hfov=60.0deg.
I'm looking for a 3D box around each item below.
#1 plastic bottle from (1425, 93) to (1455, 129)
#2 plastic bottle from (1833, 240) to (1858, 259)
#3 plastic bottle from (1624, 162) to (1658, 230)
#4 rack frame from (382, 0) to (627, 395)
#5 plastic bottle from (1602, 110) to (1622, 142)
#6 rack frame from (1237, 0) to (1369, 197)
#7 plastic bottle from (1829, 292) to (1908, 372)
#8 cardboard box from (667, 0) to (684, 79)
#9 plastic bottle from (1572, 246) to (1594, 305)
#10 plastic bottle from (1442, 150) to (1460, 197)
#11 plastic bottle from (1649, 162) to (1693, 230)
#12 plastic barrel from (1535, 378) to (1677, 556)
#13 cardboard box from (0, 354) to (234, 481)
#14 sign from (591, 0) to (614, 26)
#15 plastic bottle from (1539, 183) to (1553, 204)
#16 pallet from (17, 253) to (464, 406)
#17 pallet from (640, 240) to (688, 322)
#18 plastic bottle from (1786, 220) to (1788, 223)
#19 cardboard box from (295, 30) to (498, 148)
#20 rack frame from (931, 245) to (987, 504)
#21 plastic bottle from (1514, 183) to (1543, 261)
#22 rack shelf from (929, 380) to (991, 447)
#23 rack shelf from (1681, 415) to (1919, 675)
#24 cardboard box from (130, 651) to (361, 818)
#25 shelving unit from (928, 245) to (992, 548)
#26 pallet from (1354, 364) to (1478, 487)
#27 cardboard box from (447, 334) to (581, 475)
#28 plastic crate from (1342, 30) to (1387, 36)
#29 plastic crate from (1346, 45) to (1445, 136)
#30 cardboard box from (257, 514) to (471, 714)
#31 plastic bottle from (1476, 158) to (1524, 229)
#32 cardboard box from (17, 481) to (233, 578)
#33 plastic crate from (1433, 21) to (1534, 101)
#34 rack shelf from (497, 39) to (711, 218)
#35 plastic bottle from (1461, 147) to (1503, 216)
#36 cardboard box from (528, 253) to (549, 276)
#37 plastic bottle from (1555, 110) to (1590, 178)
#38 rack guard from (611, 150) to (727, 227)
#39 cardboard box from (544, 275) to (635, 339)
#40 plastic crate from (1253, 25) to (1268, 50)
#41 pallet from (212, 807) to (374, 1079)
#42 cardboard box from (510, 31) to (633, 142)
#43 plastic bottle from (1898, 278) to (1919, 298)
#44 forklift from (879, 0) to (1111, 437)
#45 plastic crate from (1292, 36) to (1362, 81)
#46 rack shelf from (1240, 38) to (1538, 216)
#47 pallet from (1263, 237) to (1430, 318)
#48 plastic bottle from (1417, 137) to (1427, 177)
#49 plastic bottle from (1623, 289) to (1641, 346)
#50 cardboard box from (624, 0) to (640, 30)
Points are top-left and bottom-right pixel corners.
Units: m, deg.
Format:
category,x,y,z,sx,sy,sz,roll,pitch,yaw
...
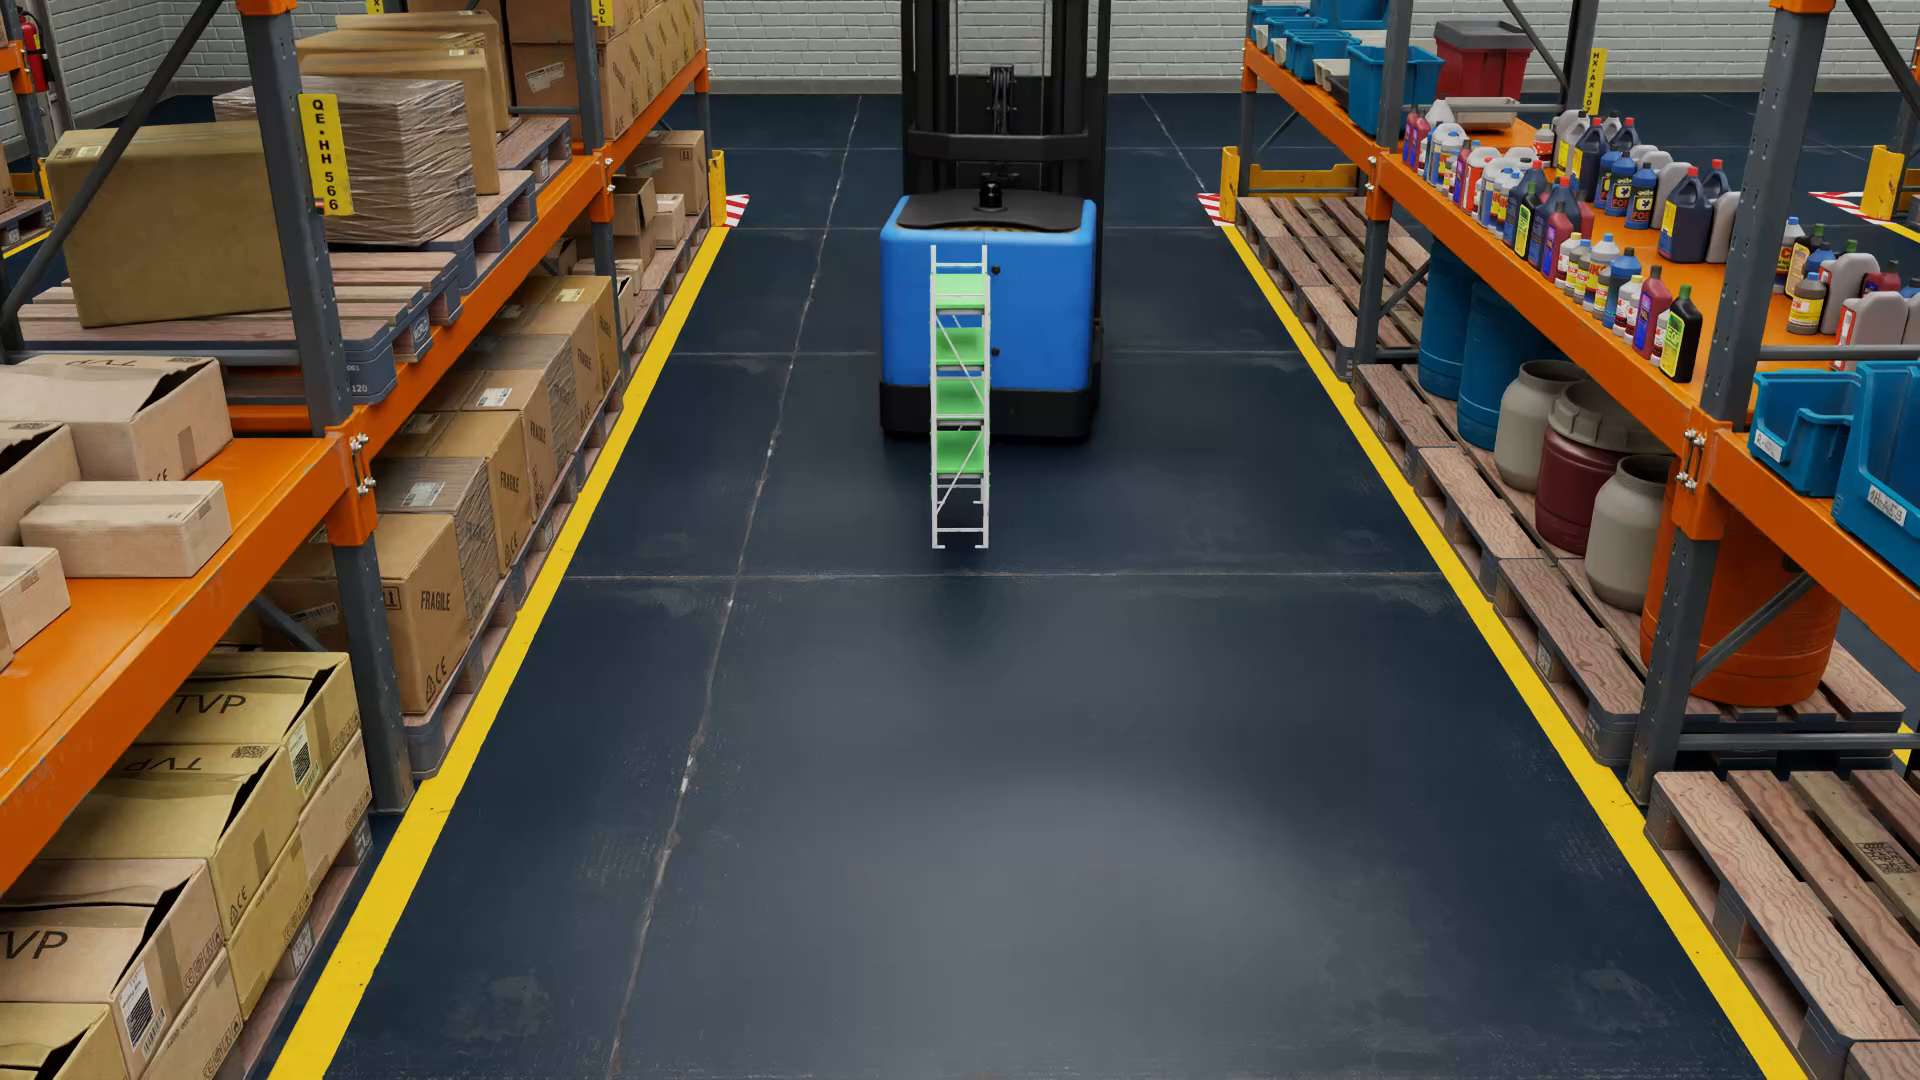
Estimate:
category,x,y,z,sx,sy,sz,roll,pitch,yaw
plastic bottle,2.316,-1.994,8.079,0.144,0.351,0.185,0,24,-1
plastic bottle,3.037,-0.904,5.751,0.061,0.283,0.133,0,24,-1
plastic bottle,2.853,-1.443,6.956,0.097,0.271,0.097,0,24,0
rack frame,-2.317,-2.159,8.384,1.000,3.000,0.127,0,24,-1
plastic bottle,2.973,-1.780,7.606,0.144,0.351,0.185,0,24,-1
rack frame,2.592,-3.828,12.074,1.000,3.000,0.127,0,24,-1
plastic bottle,2.846,-0.654,5.207,0.152,0.276,0.135,0,24,-1
cardboard box,-2.074,-3.250,10.675,0.500,0.500,0.500,0,24,0
plastic bottle,2.258,-0.949,5.950,0.097,0.201,0.097,0,24,0
plastic bottle,2.239,-1.658,7.517,0.097,0.201,0.097,0,24,0
plastic bottle,2.977,-1.453,6.973,0.152,0.276,0.135,0,24,-1
plastic barrel,2.645,-0.291,6.670,0.600,0.588,0.708,0,24,-1
cardboard box,-2.313,-0.320,4.426,0.500,0.311,0.500,1,24,3
sign,-1.762,-2.691,8.154,0.100,0.325,0.005,0,24,-1
plastic bottle,2.294,-1.246,6.506,0.061,0.283,0.133,0,24,-1
pallet,-2.351,-0.702,5.396,1.213,0.211,1.003,0,24,-1
pallet,-2.340,-1.675,10.699,1.003,0.211,1.213,0,24,-1
plastic bottle,3.014,-1.081,6.157,0.097,0.271,0.097,0,24,0
cardboard box,-2.465,-1.917,7.217,0.700,0.500,0.500,4,25,8
rack frame,-0.004,-0.715,7.376,0.240,1.200,0.015,0,24,-1
plastic bottle,2.233,-1.245,6.505,0.061,0.283,0.133,0,24,-1
rack shelf,-0.002,-0.557,7.180,0.258,0.148,0.480,0,24,-1
rack shelf,2.702,0.620,3.111,1.077,0.370,4.000,0,24,-1
cardboard box,-2.021,0.510,4.629,0.500,0.311,0.500,0,24,1
shelving unit,-0.002,-0.615,7.154,0.258,1.200,0.503,0,24,-1
pallet,2.603,-0.591,8.301,1.003,0.211,1.213,0,24,-1
cardboard box,-2.023,-0.608,7.454,0.500,0.500,0.500,0,24,0
plastic crate,2.782,-3.400,11.375,0.396,0.136,0.243,0,24,-1
plastic crate,2.290,-2.391,8.843,0.392,0.384,0.575,0,24,-1
cardboard box,-1.993,0.239,5.581,0.500,0.500,0.500,1,24,2
plastic bottle,2.273,-1.454,6.975,0.152,0.276,0.135,0,24,-1
cardboard box,-1.987,-0.027,3.975,0.380,0.149,0.250,0,24,-1
plastic crate,2.877,-2.605,9.220,0.402,0.464,0.583,0,24,-1
rack shelf,-2.339,-2.655,10.354,1.077,0.370,4.000,0,24,-1
plastic bottle,2.270,-1.549,7.186,0.152,0.276,0.135,0,24,-1
cardboard box,-2.607,-1.454,9.325,0.500,0.500,0.500,0,24,-1
plastic bottle,2.829,-1.779,7.604,0.144,0.351,0.185,0,24,-1
rack guard,-2.360,-2.637,12.474,1.175,0.500,0.348,0,24,-1
cardboard box,-2.105,-1.308,9.232,0.500,0.311,0.500,0,24,-1
plastic crate,2.187,-3.499,11.595,0.250,0.136,0.298,0,24,-1
pallet,-2.303,1.099,4.564,1.003,0.211,1.213,0,24,-1
cardboard box,-2.050,-2.416,8.830,0.500,0.500,0.500,0,24,1
plastic bottle,3.024,-0.701,5.315,0.097,0.271,0.097,0,24,0
forklift,0.262,-2.413,9.028,1.130,2.935,3.031,2,24,5
plastic crate,2.284,-3.010,10.395,0.416,0.233,0.300,0,24,-1
rack shelf,2.614,-2.676,10.400,1.077,0.370,4.000,0,24,-1
pallet,2.573,-1.716,10.788,1.003,0.211,1.213,0,24,-1
plastic bottle,2.234,-1.834,7.906,0.097,0.201,0.097,0,24,0
plastic bottle,2.263,-0.749,5.506,0.097,0.201,0.097,0,24,0
cardboard box,-2.047,-3.068,9.059,0.500,0.500,0.500,-1,24,-2
